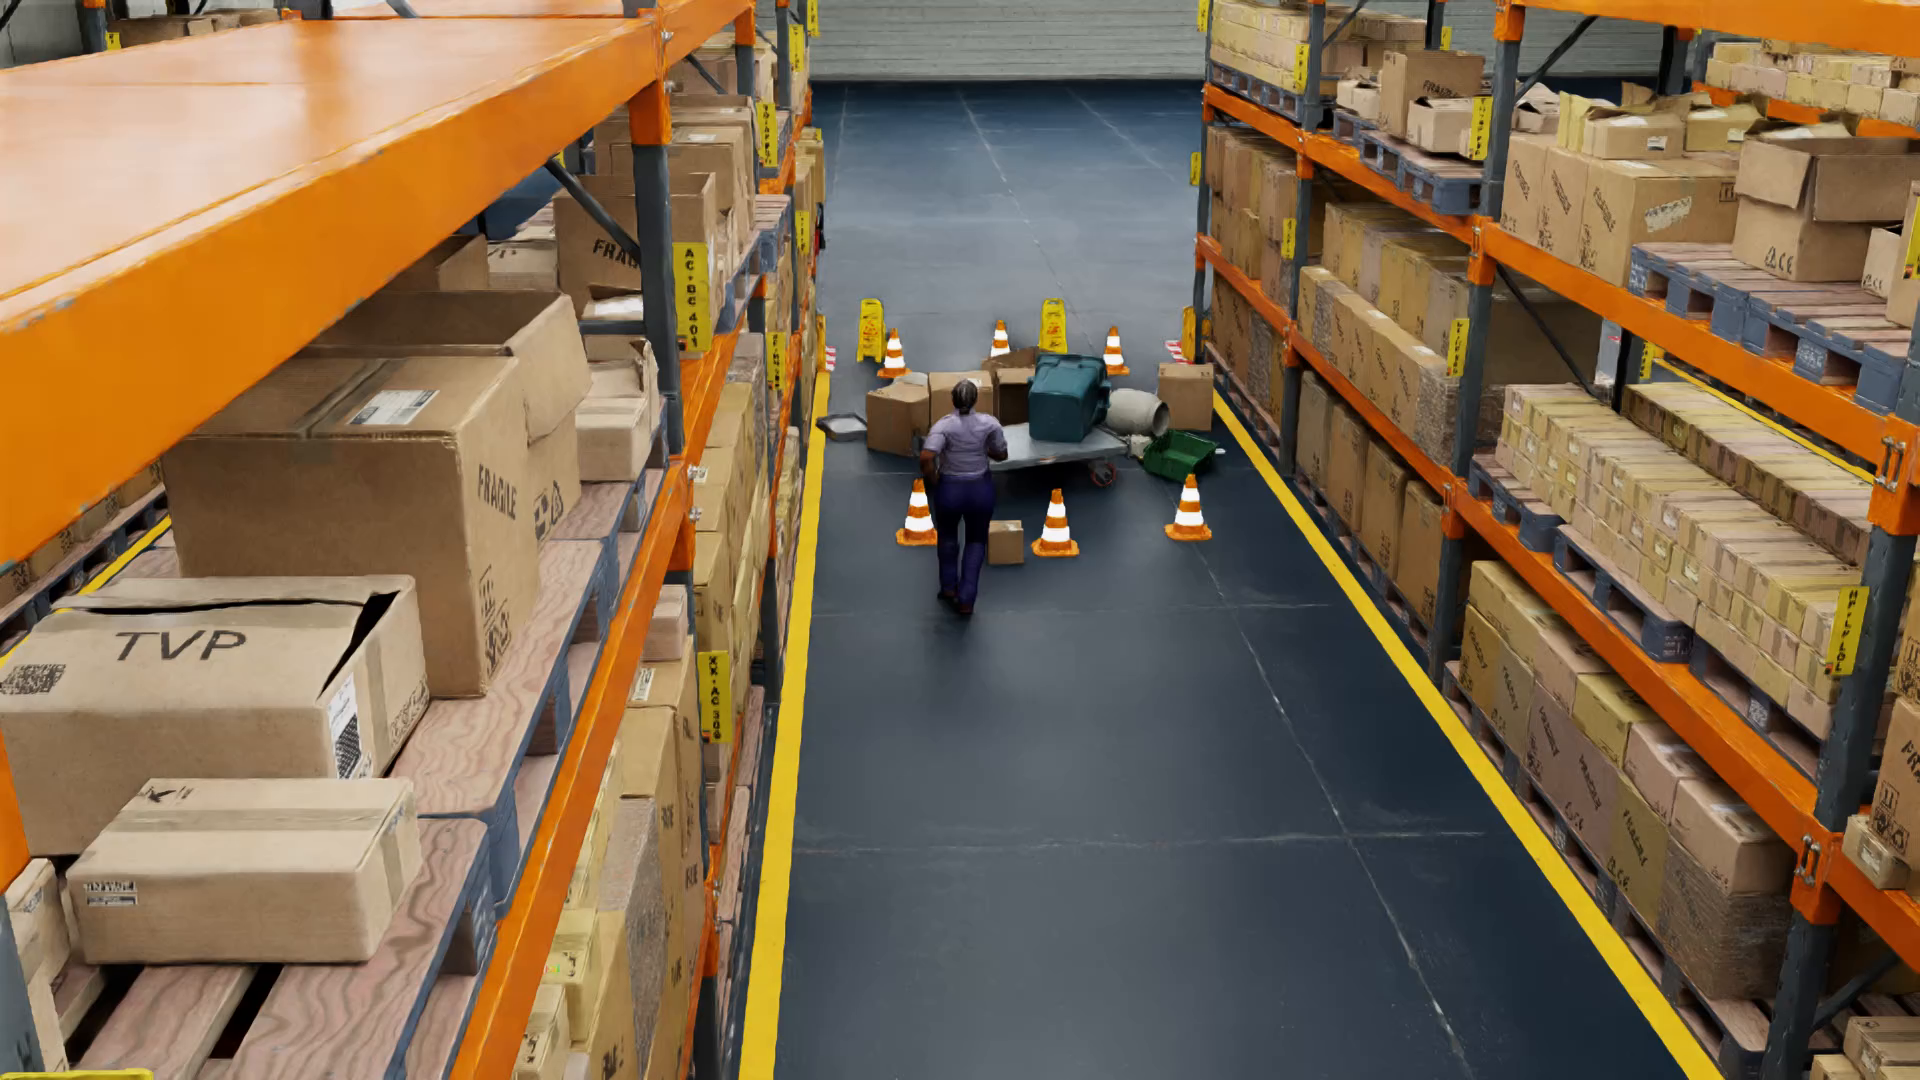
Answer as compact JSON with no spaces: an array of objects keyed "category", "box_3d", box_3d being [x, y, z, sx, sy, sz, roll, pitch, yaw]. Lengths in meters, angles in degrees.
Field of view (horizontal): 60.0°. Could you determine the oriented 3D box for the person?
[{"category":"person","box_3d":[0.023,-0.274,10.945,0.586,1.667,0.627,0,21,-1]}]
